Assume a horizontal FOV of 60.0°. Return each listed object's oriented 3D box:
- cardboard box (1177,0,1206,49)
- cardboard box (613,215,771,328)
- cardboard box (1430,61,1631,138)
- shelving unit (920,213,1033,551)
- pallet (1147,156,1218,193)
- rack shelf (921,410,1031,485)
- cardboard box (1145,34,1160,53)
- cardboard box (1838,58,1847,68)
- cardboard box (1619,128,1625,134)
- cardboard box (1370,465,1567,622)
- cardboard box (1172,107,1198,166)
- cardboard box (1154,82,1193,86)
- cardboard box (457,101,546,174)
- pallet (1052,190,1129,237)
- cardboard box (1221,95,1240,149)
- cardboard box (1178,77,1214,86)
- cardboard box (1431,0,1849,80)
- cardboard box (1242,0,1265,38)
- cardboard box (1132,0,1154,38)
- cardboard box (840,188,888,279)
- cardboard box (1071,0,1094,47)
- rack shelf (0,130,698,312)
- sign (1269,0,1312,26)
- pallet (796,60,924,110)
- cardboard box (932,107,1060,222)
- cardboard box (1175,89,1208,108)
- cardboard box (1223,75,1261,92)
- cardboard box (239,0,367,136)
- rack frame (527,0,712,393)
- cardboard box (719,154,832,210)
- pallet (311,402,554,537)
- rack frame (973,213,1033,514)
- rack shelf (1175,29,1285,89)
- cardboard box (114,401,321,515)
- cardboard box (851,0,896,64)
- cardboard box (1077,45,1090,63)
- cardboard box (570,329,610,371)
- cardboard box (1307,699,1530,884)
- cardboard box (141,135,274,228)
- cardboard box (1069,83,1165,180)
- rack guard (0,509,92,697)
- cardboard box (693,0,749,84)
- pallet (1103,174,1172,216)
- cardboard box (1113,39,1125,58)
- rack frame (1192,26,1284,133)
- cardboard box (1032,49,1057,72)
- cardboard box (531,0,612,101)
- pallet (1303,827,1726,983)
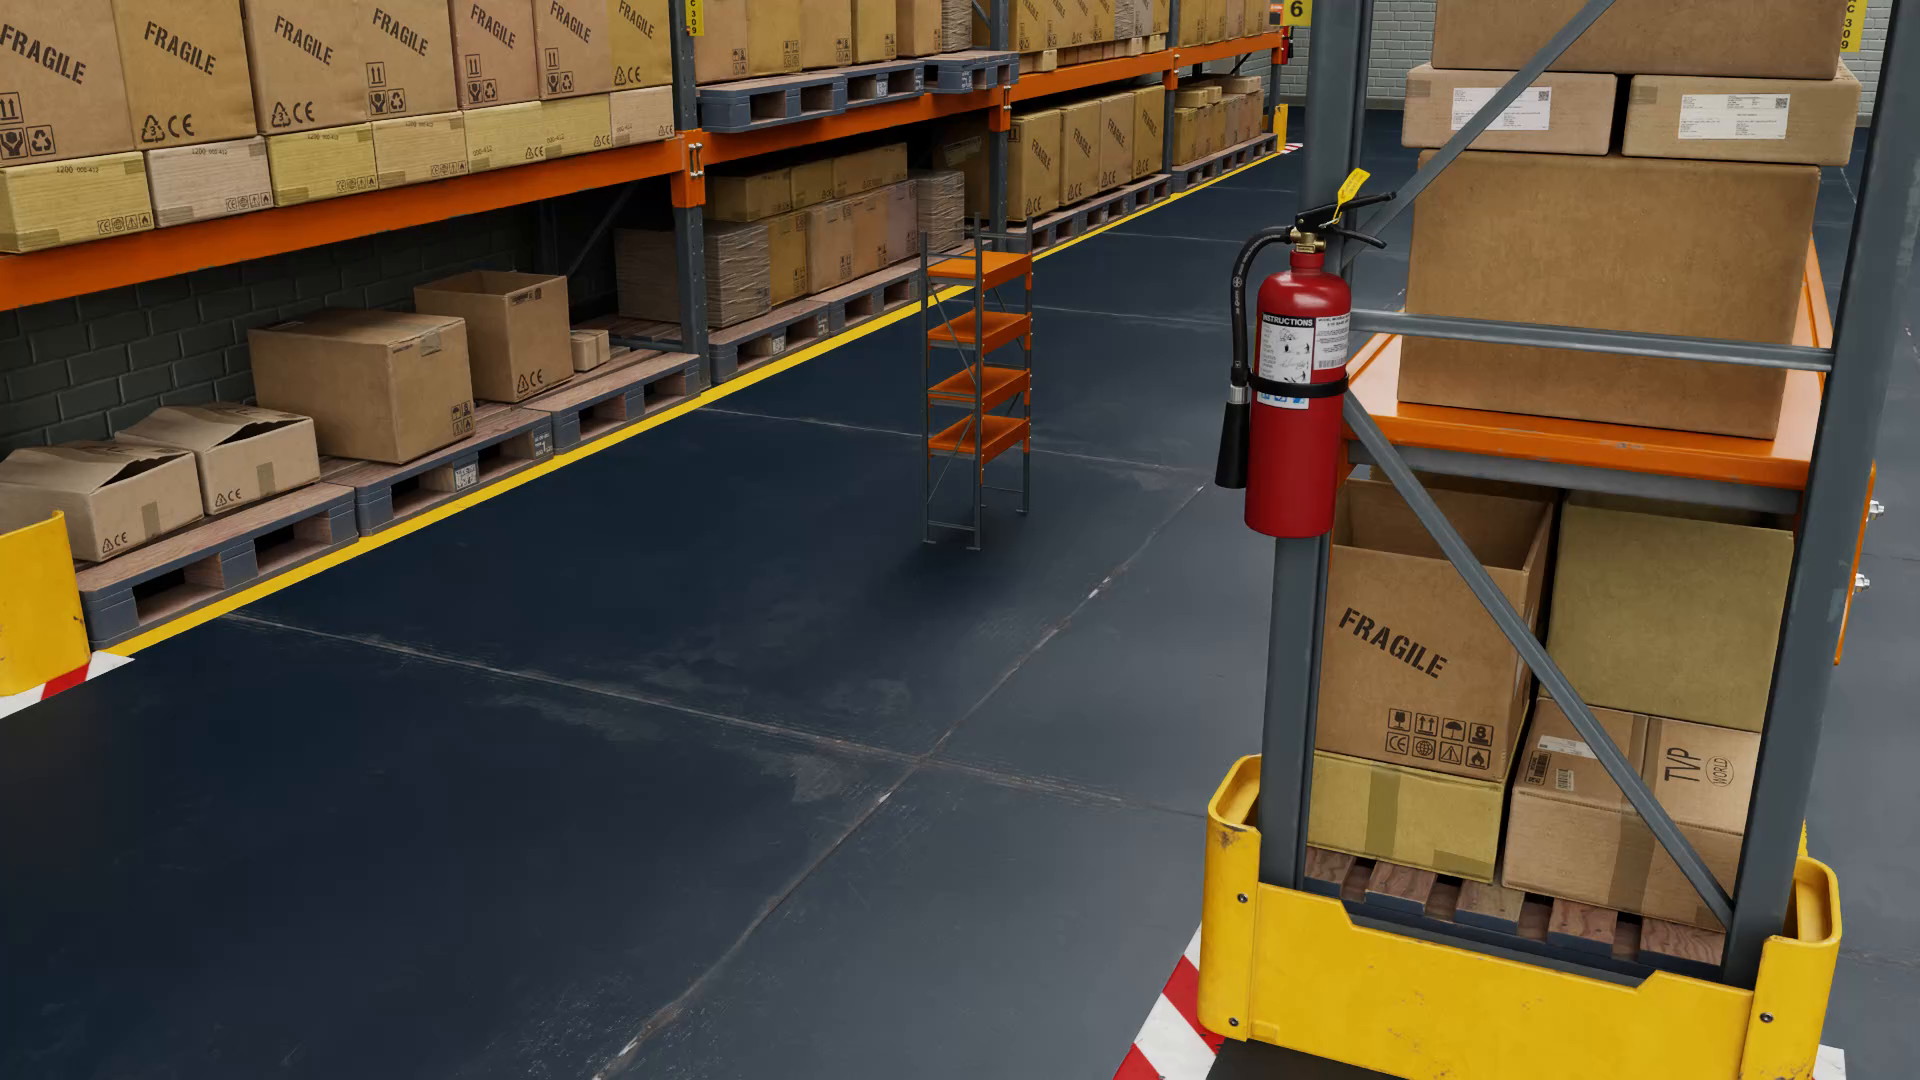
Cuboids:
[{"bbox_3d":[1.732,-5.006,15.622,0.980,0.700,0.700,9,21,24],"label":"cardboard box"},{"bbox_3d":[-1.494,-1.513,9.320,0.700,0.500,0.500,9,22,25],"label":"cardboard box"},{"bbox_3d":[1.191,-0.931,3.491,0.380,0.149,0.250,9,22,24],"label":"cardboard box"},{"bbox_3d":[0.068,-0.616,6.410,0.258,1.200,0.503,9,21,23],"label":"shelving unit"},{"bbox_3d":[1.878,-3.609,16.303,1.003,0.211,1.213,9,21,23],"label":"pallet"},{"bbox_3d":[0.068,-0.365,6.499,0.258,0.148,0.480,9,21,23],"label":"rack shelf"},{"bbox_3d":[1.533,-4.370,14.625,0.380,0.149,0.250,9,21,24],"label":"cardboard box"},{"bbox_3d":[1.668,-0.955,3.560,0.380,0.149,0.250,9,21,23],"label":"cardboard box"},{"bbox_3d":[1.516,-0.704,3.822,0.700,0.500,0.500,9,22,24],"label":"cardboard box"},{"bbox_3d":[1.446,-0.123,4.695,0.500,0.500,0.500,9,21,23],"label":"cardboard box"},{"bbox_3d":[1.895,-3.936,16.164,0.700,0.500,0.500,9,21,23],"label":"cardboard box"},{"bbox_3d":[2.185,-4.623,17.127,0.380,0.149,0.250,8,21,22],"label":"cardboard box"},{"bbox_3d":[-2.102,-1.701,6.970,0.500,0.250,0.500,8,21,22],"label":"cardboard box"},{"bbox_3d":[0.750,-2.767,13.935,1.003,0.211,1.213,9,21,23],"label":"pallet"},{"bbox_3d":[2.528,-4.410,17.496,0.700,0.500,0.500,8,21,21],"label":"cardboard box"},{"bbox_3d":[2.497,-4.857,17.784,0.380,0.149,0.250,9,21,23],"label":"cardboard box"},{"bbox_3d":[1.327,-1.170,3.197,0.700,0.500,0.500,9,21,23],"label":"cardboard box"},{"bbox_3d":[2.646,-5.684,17.528,0.980,0.700,0.700,8,21,22],"label":"cardboard box"},{"bbox_3d":[1.336,-4.565,14.206,0.500,0.500,0.500,9,21,23],"label":"cardboard box"},{"bbox_3d":[-0.885,-1.984,10.644,0.700,0.500,0.500,8,21,22],"label":"cardboard box"},{"bbox_3d":[0.717,-4.099,12.896,0.500,0.500,0.500,8,21,22],"label":"cardboard box"},{"bbox_3d":[-2.600,-1.306,6.737,1.077,0.370,4.000,9,21,23],"label":"rack shelf"},{"bbox_3d":[0.613,-1.090,2.977,0.100,0.325,0.005,9,21,23],"label":"sign"},{"bbox_3d":[-0.916,-2.778,10.089,1.003,0.211,1.213,9,21,23],"label":"pallet"},{"bbox_3d":[0.278,-2.871,12.645,0.750,0.750,0.750,8,21,22],"label":"cardboard box"},{"bbox_3d":[2.202,-4.321,16.279,0.380,0.149,0.250,9,22,25],"label":"cardboard box"},{"bbox_3d":[3.052,-4.958,18.069,0.380,0.149,0.250,8,21,22],"label":"cardboard box"},{"bbox_3d":[-2.520,-1.737,5.951,0.500,0.500,0.500,8,21,21],"label":"cardboard box"},{"bbox_3d":[-1.781,-2.256,8.336,1.000,3.000,0.127,9,21,23],"label":"rack frame"},{"bbox_3d":[-1.108,-2.161,10.023,0.500,0.250,0.500,8,21,21],"label":"cardboard box"},{"bbox_3d":[-2.522,-0.358,7.160,1.003,0.211,1.213,9,21,23],"label":"pallet"},{"bbox_3d":[0.168,-0.691,6.620,0.240,1.200,0.015,9,21,23],"label":"rack frame"},{"bbox_3d":[2.314,-4.974,17.052,1.077,0.370,4.000,9,21,23],"label":"rack shelf"},{"bbox_3d":[-2.820,-0.347,6.324,0.500,0.311,0.500,11,22,27],"label":"cardboard box"},{"bbox_3d":[-0.816,-3.204,10.196,0.700,0.500,0.500,9,21,23],"label":"cardboard box"},{"bbox_3d":[0.822,-3.909,13.329,0.380,0.149,0.250,9,21,23],"label":"cardboard box"},{"bbox_3d":[-1.972,-0.961,8.265,0.380,0.166,0.250,6,20,16],"label":"cardboard box"},{"bbox_3d":[1.052,0.539,3.955,0.500,0.250,0.500,9,21,23],"label":"cardboard box"},{"bbox_3d":[-2.729,-1.238,5.668,0.500,0.250,0.500,8,21,21],"label":"cardboard box"},{"bbox_3d":[1.348,-3.670,14.893,0.750,0.750,0.750,9,21,23],"label":"cardboard box"},{"bbox_3d":[-3.387,0.121,5.382,1.175,0.500,0.348,9,21,23],"label":"rack guard"},{"bbox_3d":[-1.541,-2.661,8.670,0.700,0.500,0.500,9,21,23],"label":"cardboard box"},{"bbox_3d":[1.248,-3.141,14.987,1.003,0.211,1.213,9,21,23],"label":"pallet"},{"bbox_3d":[1.171,-4.143,13.986,0.380,0.149,0.250,9,21,23],"label":"cardboard box"},{"bbox_3d":[3.133,-5.924,18.651,1.000,3.000,0.127,9,21,23],"label":"rack frame"},{"bbox_3d":[0.501,-3.584,12.415,0.380,0.149,0.250,9,22,24],"label":"cardboard box"},{"bbox_3d":[-1.891,-2.208,7.275,0.500,0.500,0.500,8,21,22],"label":"cardboard box"},{"bbox_3d":[1.377,0.720,4.130,1.003,0.211,1.213,9,21,23],"label":"pallet"}]
